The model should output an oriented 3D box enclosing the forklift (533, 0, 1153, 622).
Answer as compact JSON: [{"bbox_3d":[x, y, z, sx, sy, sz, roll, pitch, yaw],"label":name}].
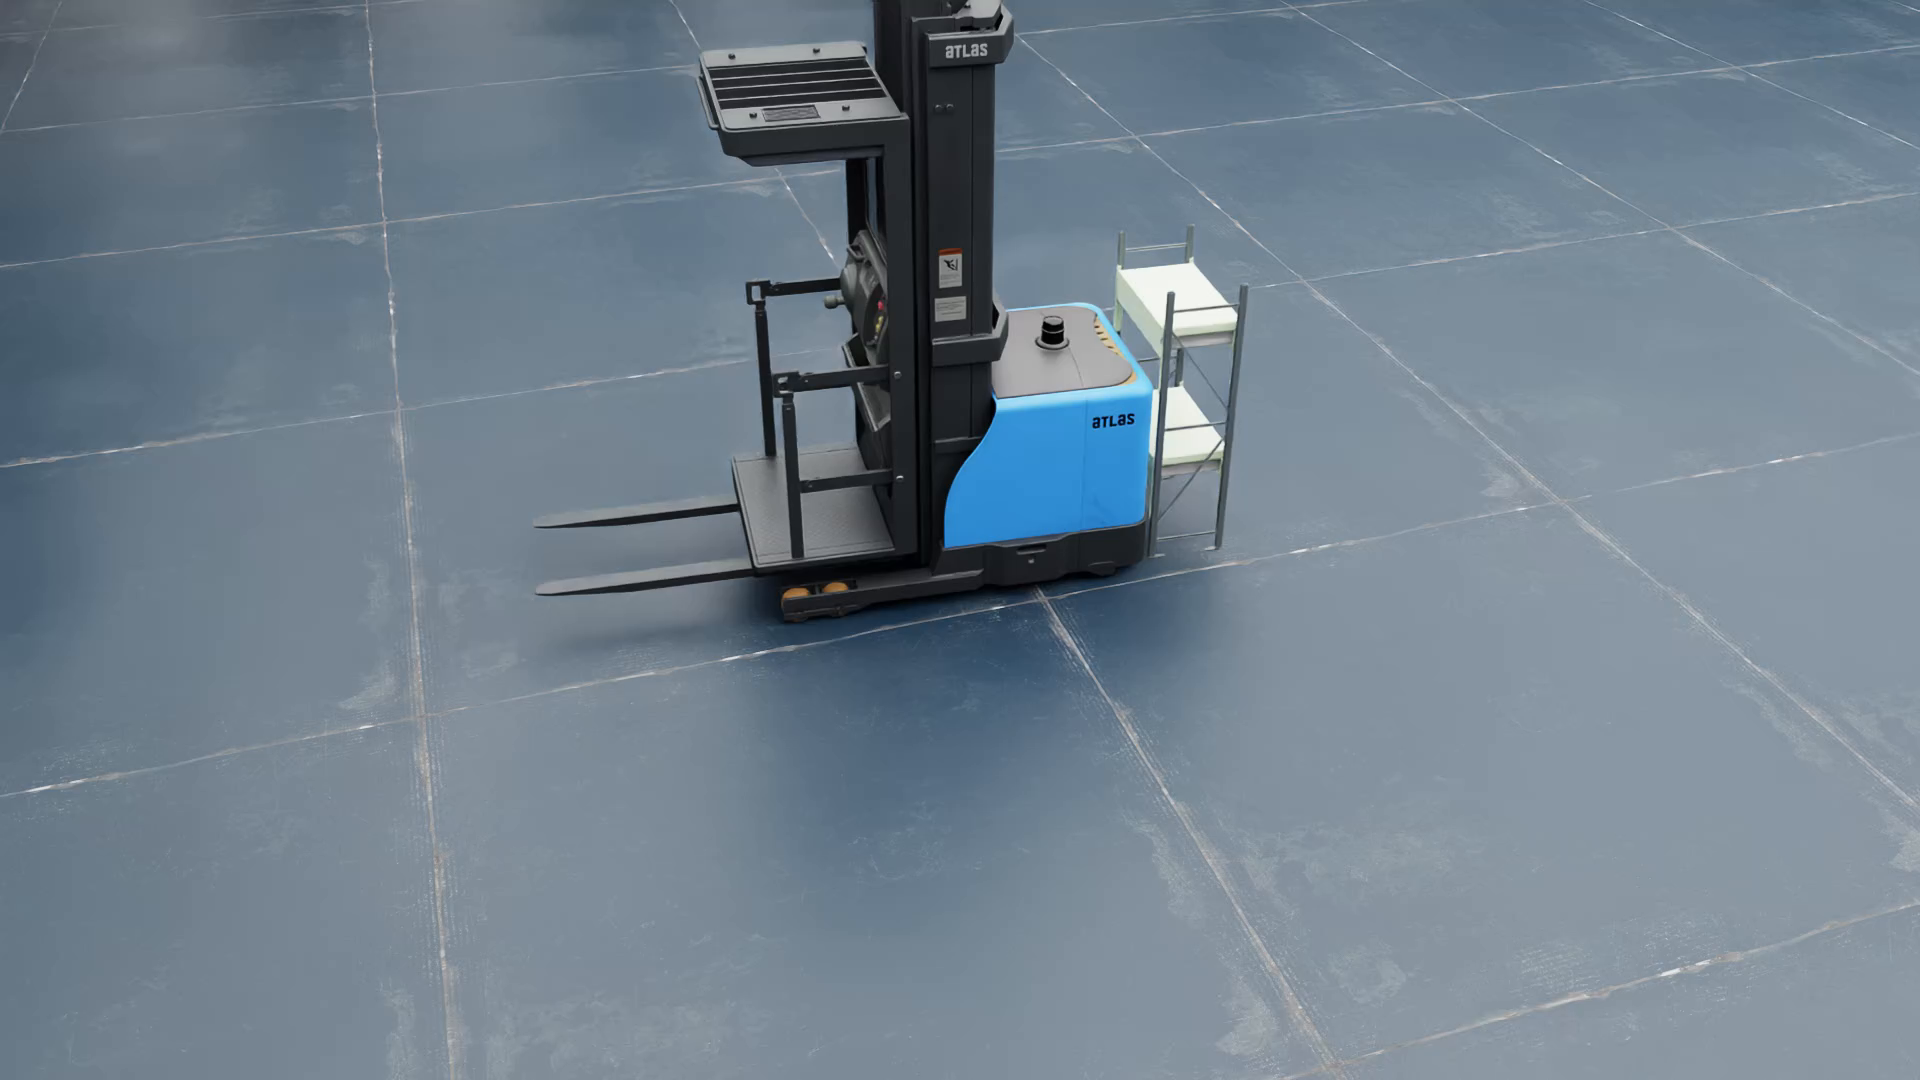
[{"bbox_3d":[-0.631,-1.143,7.822,3.031,2.935,1.130,-7,34,-11],"label":"forklift"}]

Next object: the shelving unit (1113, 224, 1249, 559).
[{"bbox_3d":[1.082,-0.755,8.533,0.431,1.500,0.755,-8,34,-11],"label":"shelving unit"}]

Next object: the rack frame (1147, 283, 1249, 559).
[{"bbox_3d":[1.167,-0.559,8.236,0.400,1.500,0.023,-8,34,-11],"label":"rack frame"}]

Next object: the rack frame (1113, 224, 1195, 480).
[{"bbox_3d":[0.997,-0.952,8.830,0.400,1.500,0.023,-8,34,-11],"label":"rack frame"}]

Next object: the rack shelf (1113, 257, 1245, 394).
[{"bbox_3d":[1.082,-1.081,8.318,0.431,0.370,0.720,-8,34,-11],"label":"rack shelf"}]

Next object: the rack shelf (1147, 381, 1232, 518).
[{"bbox_3d":[1.082,-0.483,8.713,0.431,0.370,0.720,-8,34,-11],"label":"rack shelf"}]
